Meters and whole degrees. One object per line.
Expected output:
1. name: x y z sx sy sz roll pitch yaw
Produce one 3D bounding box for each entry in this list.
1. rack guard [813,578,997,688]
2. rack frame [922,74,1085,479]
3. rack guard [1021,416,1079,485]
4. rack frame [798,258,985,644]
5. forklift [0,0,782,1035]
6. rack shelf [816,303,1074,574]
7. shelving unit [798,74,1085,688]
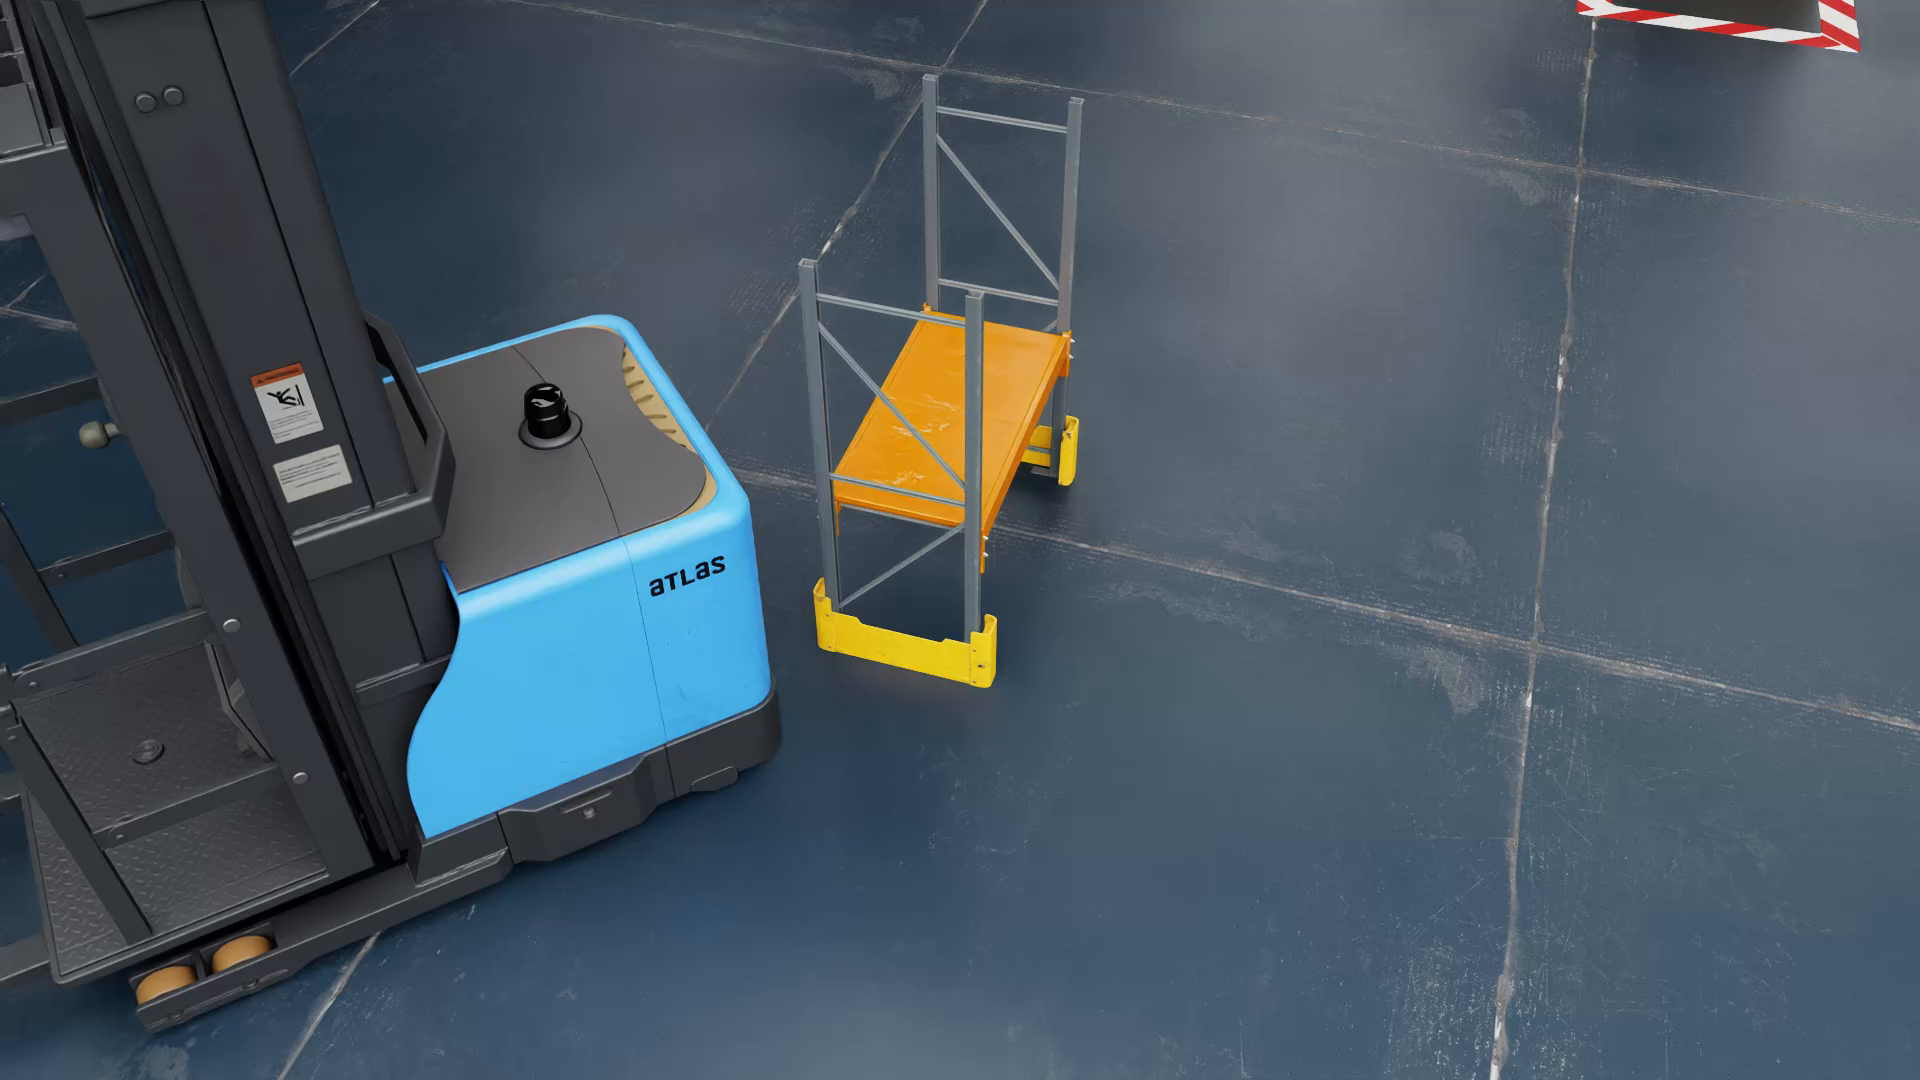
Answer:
1. rack guard: -0.174 0.293 5.271 0.587 0.250 0.087 13 46 13
2. rack frame: 0.128 -0.818 5.514 0.500 1.500 0.032 13 46 13
3. rack guard: 0.128 -0.370 5.950 0.587 0.250 0.087 13 46 13
4. rack frame: -0.180 -0.140 4.821 0.500 1.500 0.032 13 46 13
5. forklift: -2.082 -0.181 3.839 3.031 2.935 1.130 -21 48 -20
6. rack shelf: -0.026 -0.351 5.293 0.538 0.185 1.000 13 46 13
7. shelving unit: -0.023 -0.485 5.174 0.587 1.500 1.083 13 46 13
